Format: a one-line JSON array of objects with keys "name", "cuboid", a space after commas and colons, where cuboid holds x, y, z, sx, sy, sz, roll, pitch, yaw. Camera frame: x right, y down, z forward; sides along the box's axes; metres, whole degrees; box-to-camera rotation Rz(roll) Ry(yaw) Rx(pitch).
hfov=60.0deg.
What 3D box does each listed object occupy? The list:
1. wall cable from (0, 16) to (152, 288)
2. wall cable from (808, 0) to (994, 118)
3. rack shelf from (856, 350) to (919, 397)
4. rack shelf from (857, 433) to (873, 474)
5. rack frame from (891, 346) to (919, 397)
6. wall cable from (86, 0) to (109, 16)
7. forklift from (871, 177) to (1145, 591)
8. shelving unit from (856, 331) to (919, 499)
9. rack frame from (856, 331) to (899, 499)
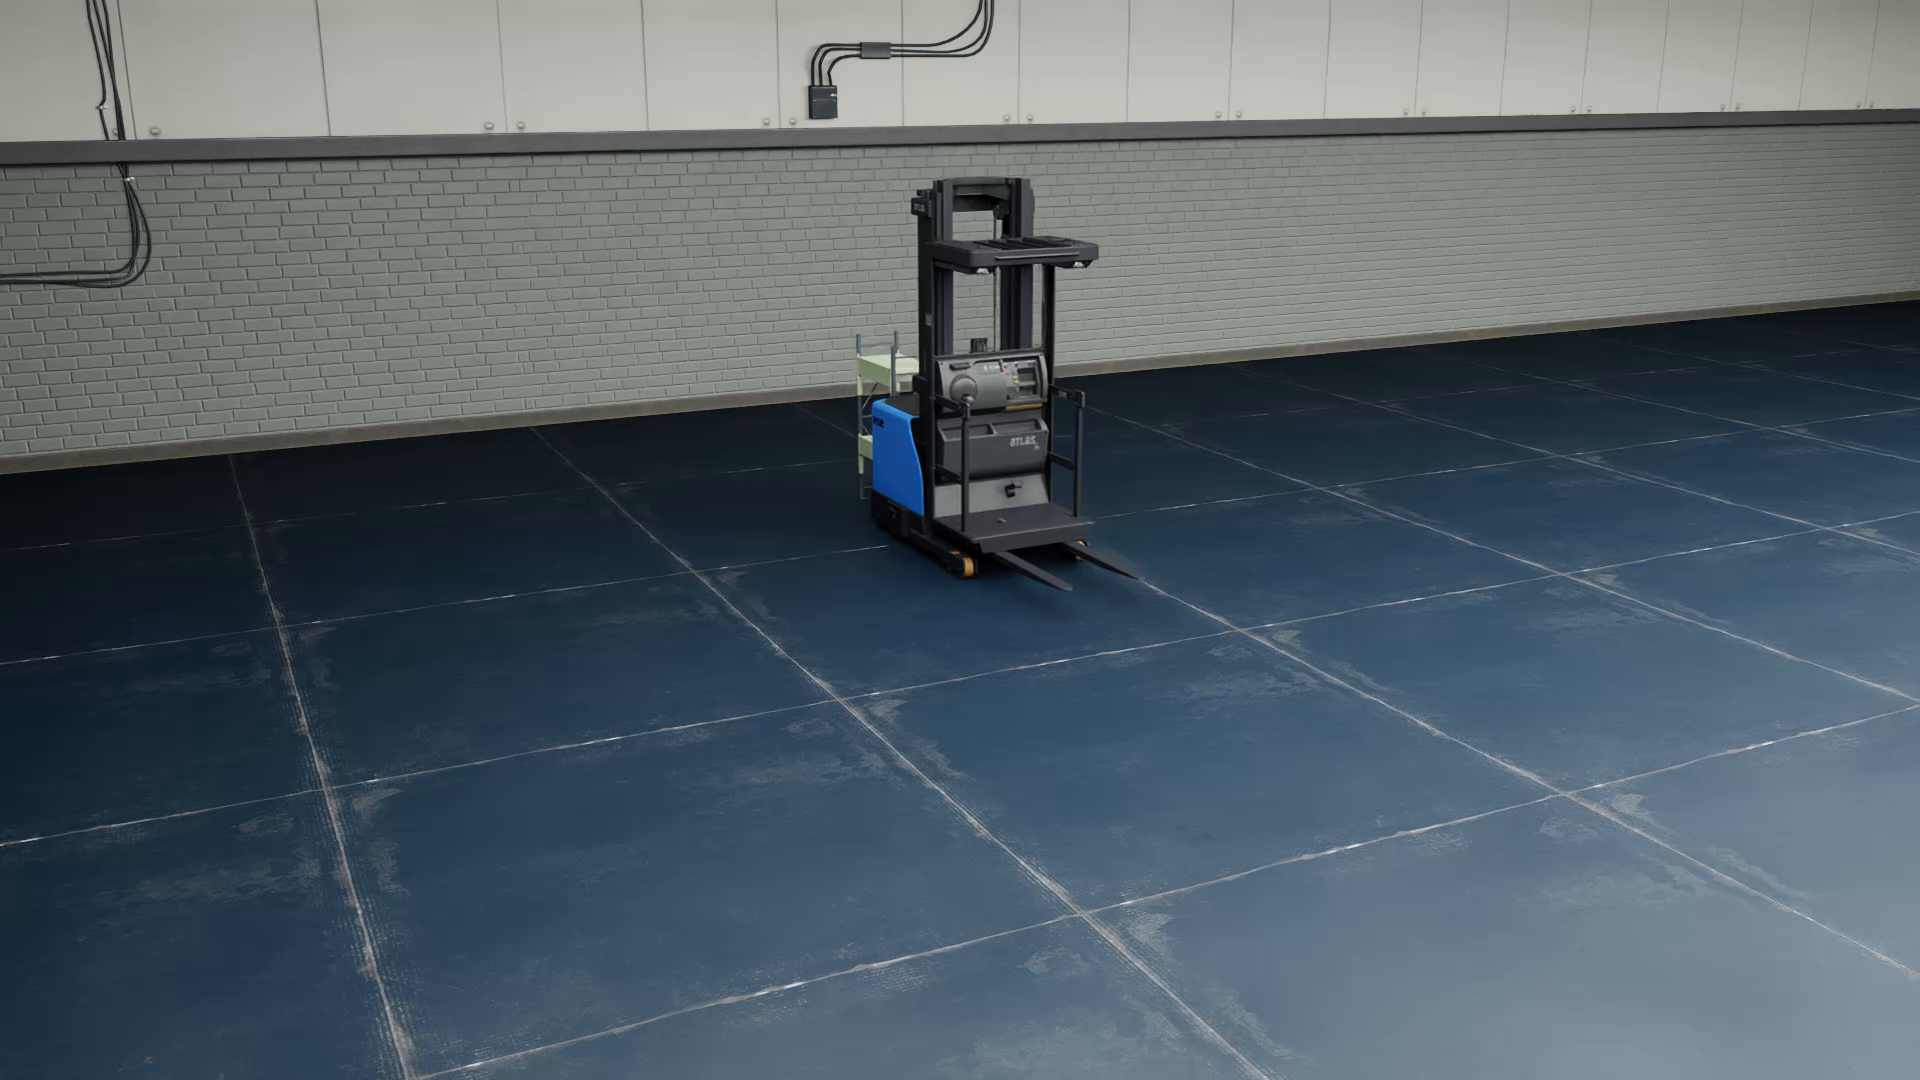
[{"name": "wall cable", "cuboid": [-9.163, -3.457, 15.113, 3.097, 2.526, 0.112, -8, 18, -25]}, {"name": "wall cable", "cuboid": [-0.622, -7.728, 18.199, 2.305, 6.003, 0.169, -8, 18, -25]}, {"name": "rack shelf", "cuboid": [-0.566, -1.403, 14.507, 0.431, 0.370, 0.720, -8, 18, -26]}, {"name": "rack shelf", "cuboid": [-0.566, -0.715, 14.704, 0.431, 0.370, 0.720, -8, 18, -26]}, {"name": "rack frame", "cuboid": [-0.400, -0.938, 14.300, 0.400, 1.500, 0.023, -8, 18, -26]}, {"name": "wall cable", "cuboid": [-6.731, -6.212, 15.555, 3.097, 2.526, 0.112, -8, 18, -25]}, {"name": "forklift", "cuboid": [0.359, -1.254, 12.807, 1.130, 2.935, 3.031, -8, 18, -26]}, {"name": "shelving unit", "cuboid": [-0.566, -1.028, 14.614, 0.431, 1.500, 0.755, -8, 18, -26]}, {"name": "rack frame", "cuboid": [-0.731, -1.118, 14.928, 0.400, 1.500, 0.023, -8, 18, -26]}]
